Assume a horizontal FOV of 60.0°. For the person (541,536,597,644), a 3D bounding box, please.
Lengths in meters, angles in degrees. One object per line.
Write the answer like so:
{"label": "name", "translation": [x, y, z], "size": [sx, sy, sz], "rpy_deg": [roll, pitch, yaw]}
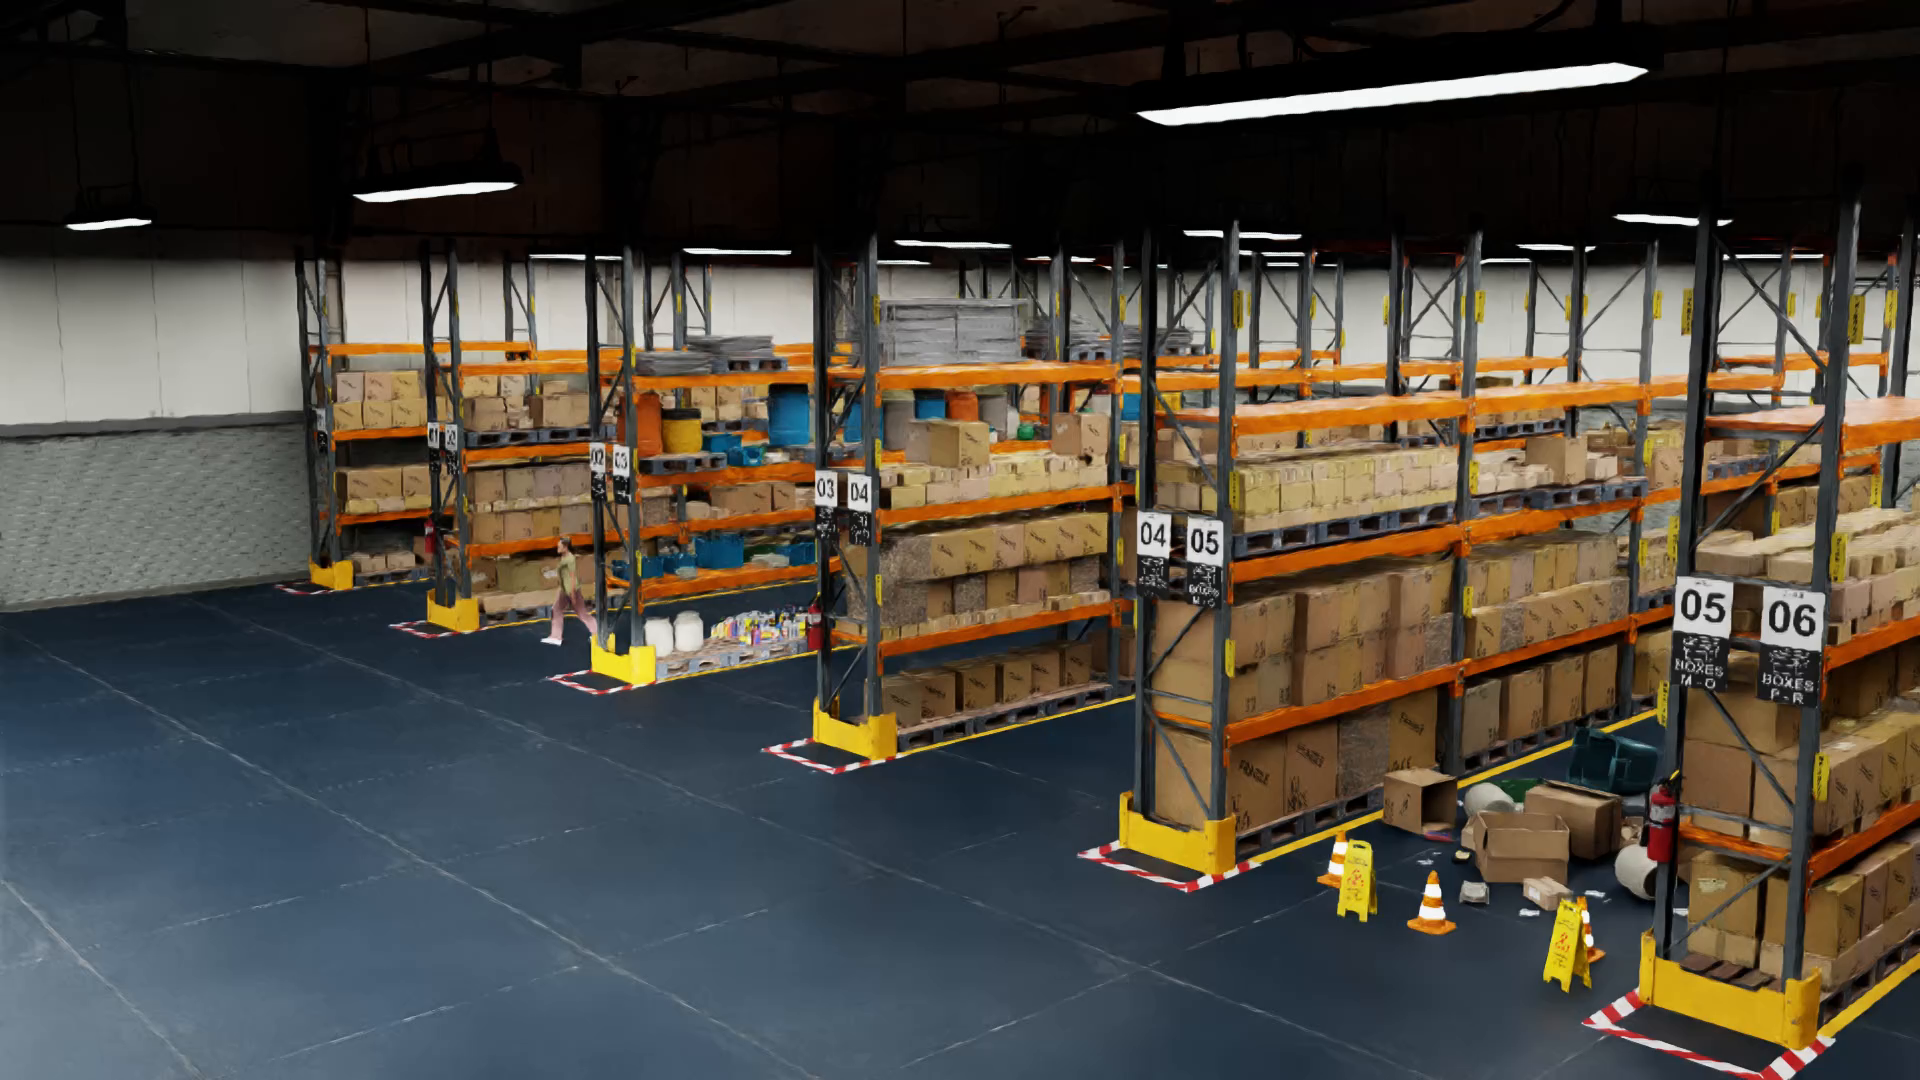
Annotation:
{"label": "person", "translation": [-5.755, 0.867, 24.722], "size": [0.924, 1.378, 0.466], "rpy_deg": [-4, 9, -27]}
